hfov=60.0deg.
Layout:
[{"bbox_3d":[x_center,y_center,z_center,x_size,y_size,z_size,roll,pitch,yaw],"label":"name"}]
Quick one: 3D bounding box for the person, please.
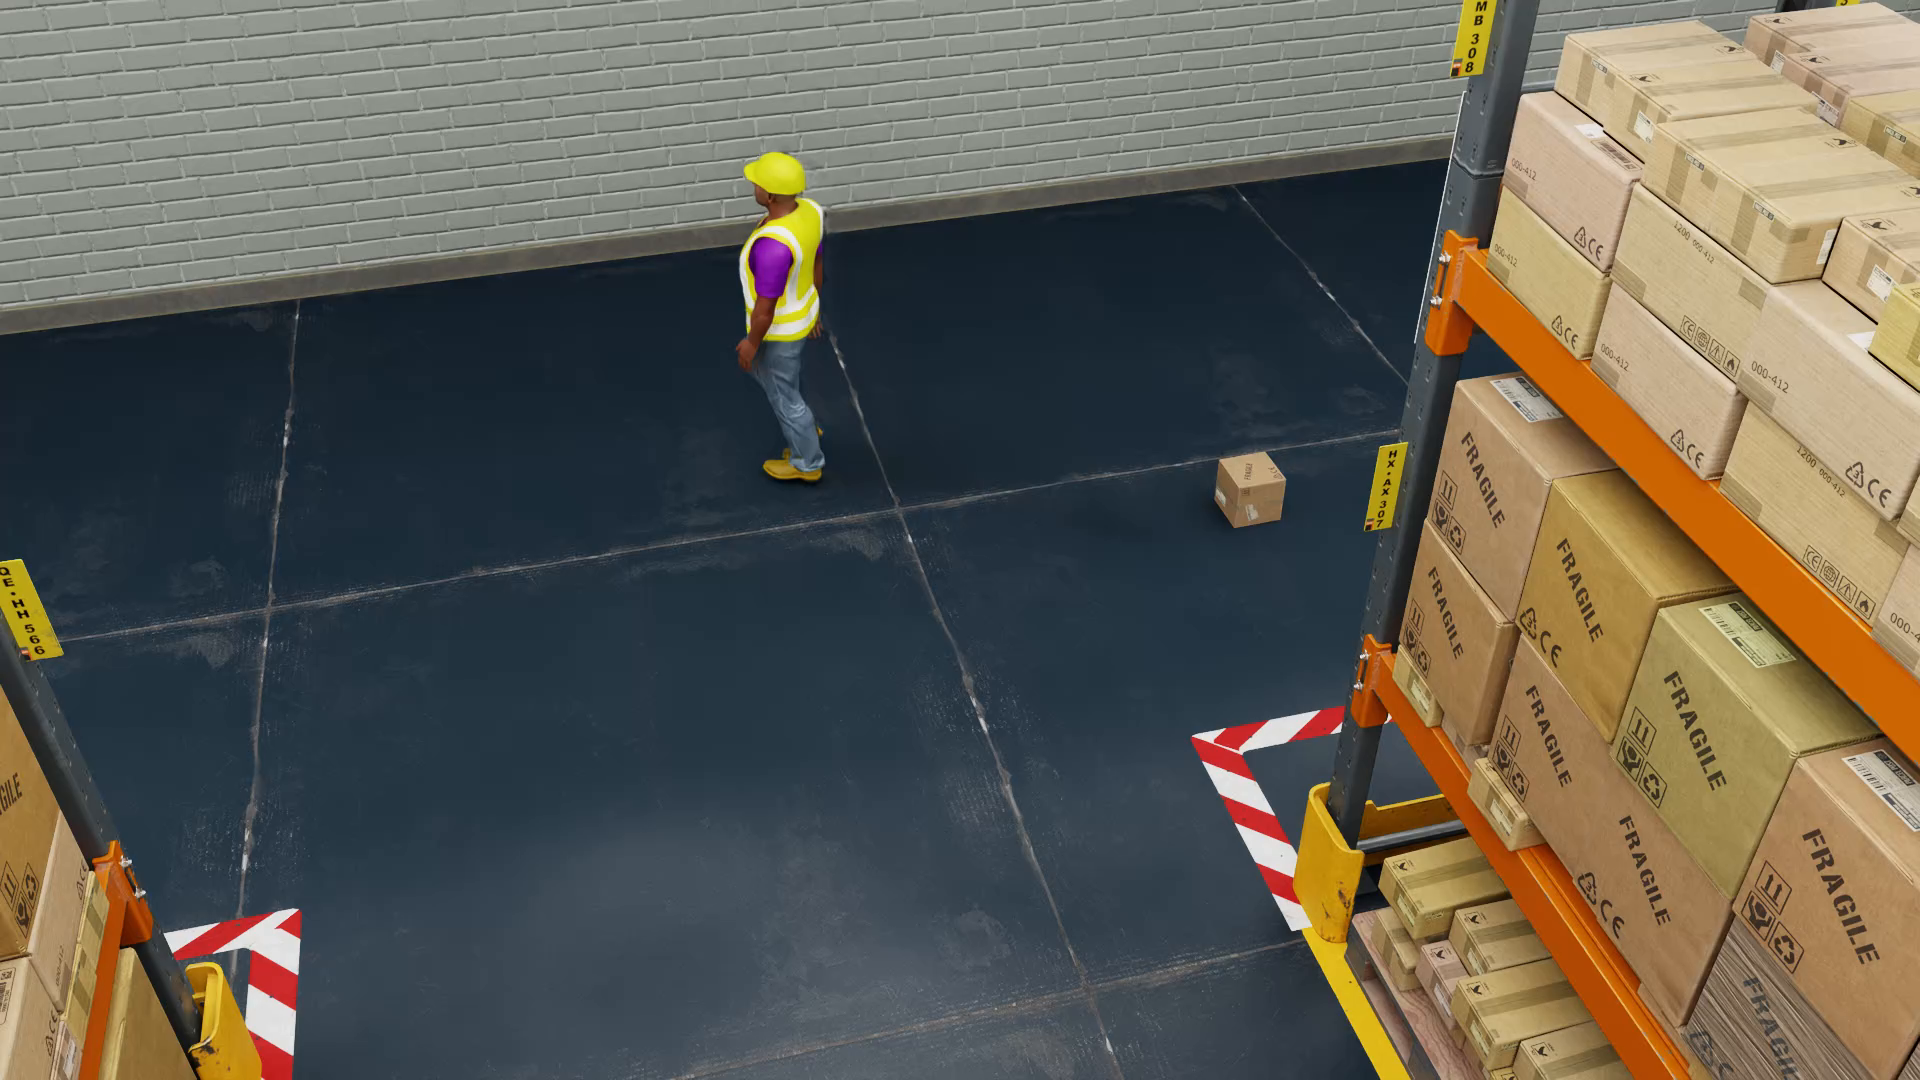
[{"bbox_3d":[-0.900,-1.038,8.014,0.461,1.797,0.563,8,39,10],"label":"person"}]
